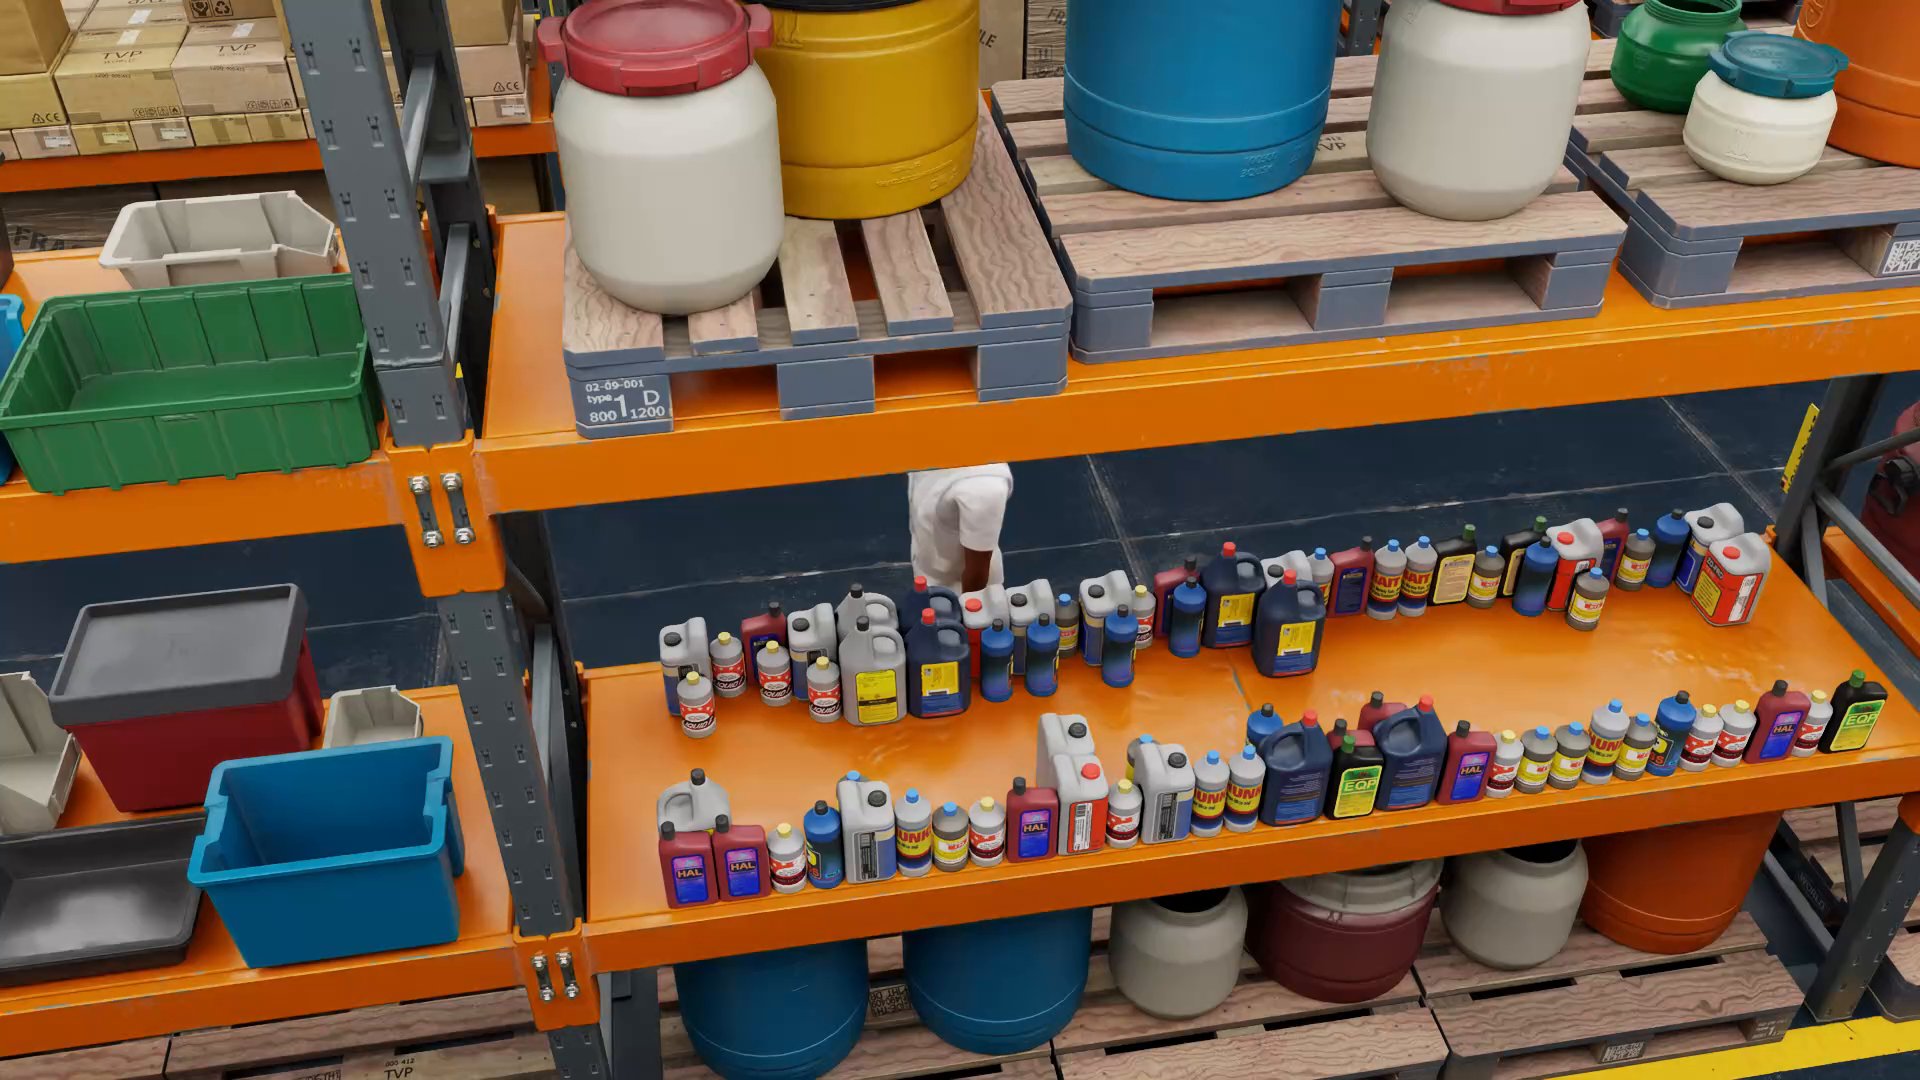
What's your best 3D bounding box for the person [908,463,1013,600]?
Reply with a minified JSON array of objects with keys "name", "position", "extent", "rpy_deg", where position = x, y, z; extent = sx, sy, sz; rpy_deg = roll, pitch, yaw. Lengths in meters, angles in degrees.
[{"name":"person","position":[-0.013,0.117,5.988],"extent":[0.360,1.763,0.565],"rpy_deg":[-7,39,-9]}]
